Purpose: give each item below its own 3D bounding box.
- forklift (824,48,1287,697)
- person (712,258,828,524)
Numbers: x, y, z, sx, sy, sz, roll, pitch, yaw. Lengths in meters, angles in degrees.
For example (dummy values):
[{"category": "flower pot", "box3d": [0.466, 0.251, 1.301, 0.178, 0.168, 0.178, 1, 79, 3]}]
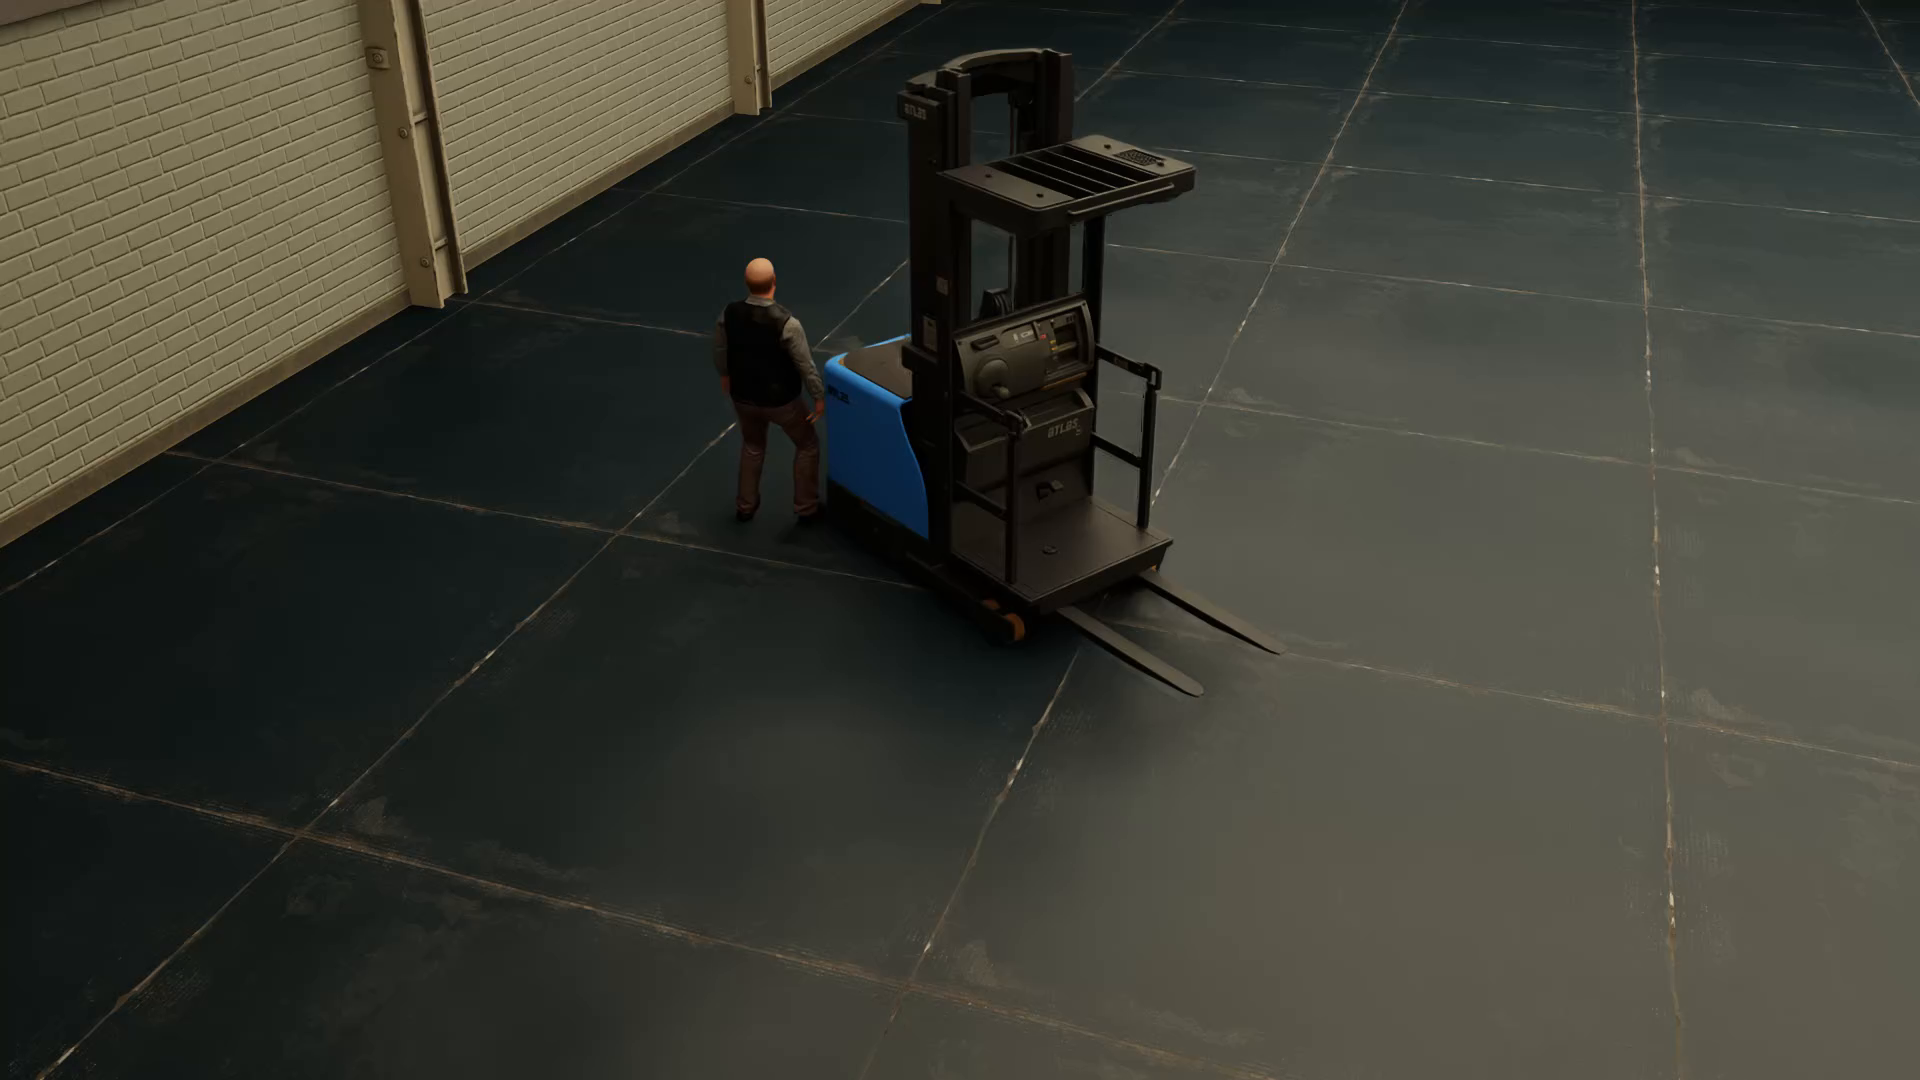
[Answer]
[{"category": "forklift", "box3d": [0.492, -0.988, 8.869, 1.130, 2.935, 3.031, -22, 36, -33]}, {"category": "person", "box3d": [-1.124, -0.889, 9.954, 0.711, 1.699, 0.490, 11, 32, 19]}]
